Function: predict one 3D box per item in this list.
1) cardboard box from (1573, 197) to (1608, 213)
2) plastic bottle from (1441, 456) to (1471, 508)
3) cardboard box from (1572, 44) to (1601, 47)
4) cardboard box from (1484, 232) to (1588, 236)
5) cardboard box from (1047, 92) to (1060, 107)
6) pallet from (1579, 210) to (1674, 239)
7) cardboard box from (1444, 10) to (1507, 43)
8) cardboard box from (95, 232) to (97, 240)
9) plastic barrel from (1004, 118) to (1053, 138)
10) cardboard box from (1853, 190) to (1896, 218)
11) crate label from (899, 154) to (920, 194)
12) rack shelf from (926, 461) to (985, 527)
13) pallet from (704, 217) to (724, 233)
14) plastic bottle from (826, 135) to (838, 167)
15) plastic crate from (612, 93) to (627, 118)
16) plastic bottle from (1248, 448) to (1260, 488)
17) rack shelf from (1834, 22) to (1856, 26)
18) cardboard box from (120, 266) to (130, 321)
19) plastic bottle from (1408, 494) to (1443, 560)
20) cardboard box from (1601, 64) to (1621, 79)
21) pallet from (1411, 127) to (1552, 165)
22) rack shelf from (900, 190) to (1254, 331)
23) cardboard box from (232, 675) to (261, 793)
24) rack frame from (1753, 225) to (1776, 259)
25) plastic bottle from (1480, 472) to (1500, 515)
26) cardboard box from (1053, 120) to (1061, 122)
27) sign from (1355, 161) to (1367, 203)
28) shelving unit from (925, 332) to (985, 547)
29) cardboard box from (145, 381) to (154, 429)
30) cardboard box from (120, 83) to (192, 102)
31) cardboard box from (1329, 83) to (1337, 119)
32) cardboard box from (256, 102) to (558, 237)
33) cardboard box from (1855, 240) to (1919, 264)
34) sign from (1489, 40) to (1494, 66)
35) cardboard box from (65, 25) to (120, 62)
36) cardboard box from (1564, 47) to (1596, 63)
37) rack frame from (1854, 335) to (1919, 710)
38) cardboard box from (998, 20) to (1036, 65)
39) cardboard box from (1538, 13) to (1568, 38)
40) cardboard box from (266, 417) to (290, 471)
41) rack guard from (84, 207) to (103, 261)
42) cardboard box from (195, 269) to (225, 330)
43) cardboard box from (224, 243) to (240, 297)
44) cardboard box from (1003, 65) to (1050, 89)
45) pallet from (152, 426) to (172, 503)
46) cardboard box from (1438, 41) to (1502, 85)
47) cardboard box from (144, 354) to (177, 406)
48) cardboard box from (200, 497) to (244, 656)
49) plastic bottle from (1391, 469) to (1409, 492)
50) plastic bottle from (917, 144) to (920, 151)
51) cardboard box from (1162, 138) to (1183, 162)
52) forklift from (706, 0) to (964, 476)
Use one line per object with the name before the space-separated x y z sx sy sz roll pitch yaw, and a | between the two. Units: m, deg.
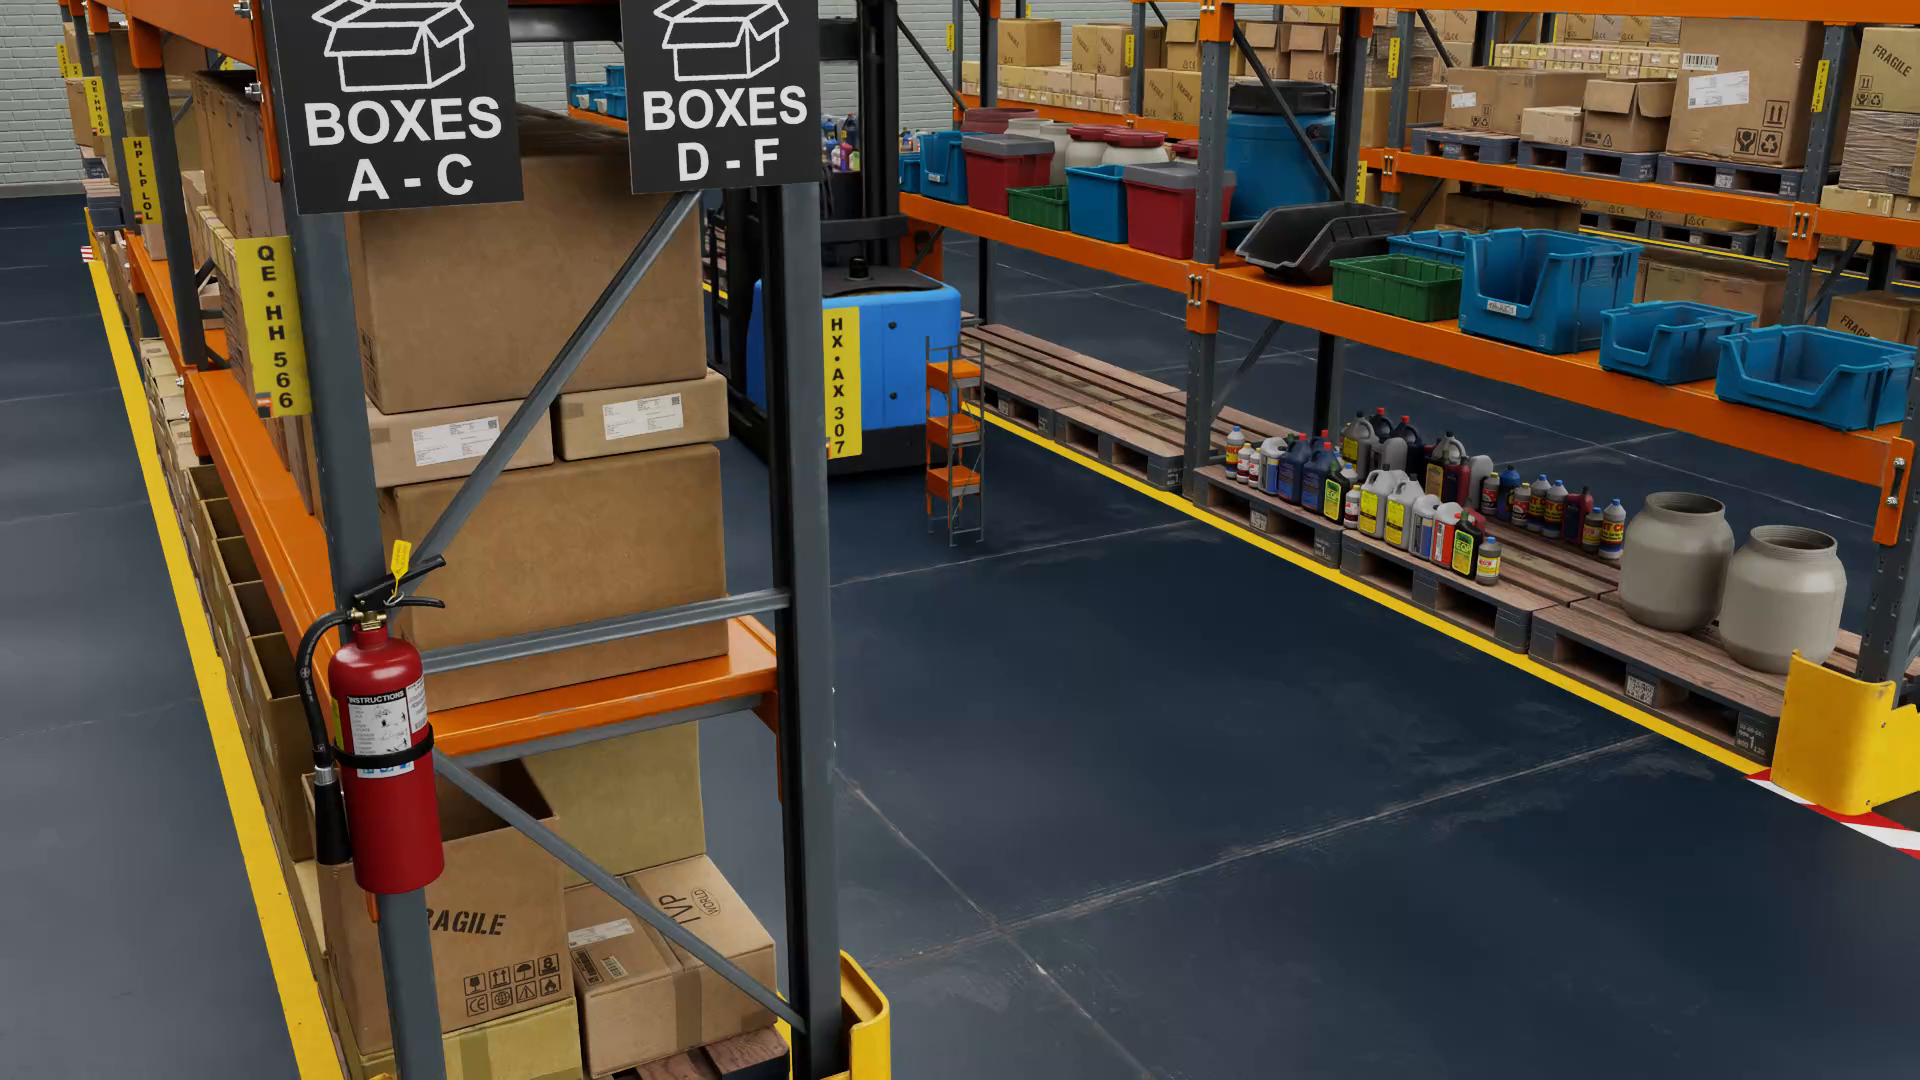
cardboard box | 7.315 -3.984 18.767 0.500 0.500 0.500 -10 21 -26
plastic bottle | 2.496 -0.289 8.361 0.061 0.283 0.133 -10 21 -27
cardboard box | 7.296 -5.645 19.221 0.380 0.149 0.250 -11 22 -28
cardboard box | 4.781 -2.312 13.892 0.700 0.500 0.500 -12 22 -31
cardboard box | 1.228 -5.068 19.105 0.380 0.149 0.250 -10 22 -28
pallet | 7.639 -3.628 18.822 1.003 0.211 1.213 -10 21 -27
cardboard box | 6.223 -6.274 20.072 0.500 0.500 0.500 -11 22 -29
cardboard box | -8.452 -3.083 16.663 0.380 0.149 0.250 -10 21 -27
plastic barrel | 0.488 -2.656 11.559 0.421 0.512 0.421 0 19 0
cardboard box | 6.015 -2.184 10.746 0.380 0.149 0.250 -10 21 -27
crate label | -0.318 -2.607 11.846 0.303 0.233 0.416 -10 21 -27
rack shelf | -0.025 -0.239 8.599 0.215 0.259 0.240 -10 21 -27
pallet | -3.054 -3.251 17.730 1.003 0.211 1.213 -10 21 -27
plastic bottle | -0.996 -3.013 12.961 0.097 0.271 0.097 0 19 0
plastic crate | -3.392 -4.525 17.312 0.416 0.233 0.300 -10 21 -27
plastic bottle | 1.573 -0.385 8.763 0.097 0.201 0.097 0 19 0
rack shelf | 7.020 -2.988 9.197 1.077 0.370 4.000 -10 21 -27
cardboard box | -6.170 -1.946 12.830 0.500 0.500 0.500 -10 21 -26
plastic bottle | 2.191 -0.065 7.723 0.152 0.276 0.135 -11 22 -28
cardboard box | 7.211 -5.108 18.120 0.380 0.149 0.250 -10 22 -28
pallet | 4.603 -3.354 14.047 1.213 0.211 1.003 -10 21 -27
rack shelf | 0.762 -1.951 10.790 1.077 0.370 4.000 -10 21 -27
cardboard box | -2.230 0.619 5.810 0.500 0.250 0.500 -10 21 -27
rack frame | 8.584 -4.372 16.703 1.000 3.000 0.127 -10 21 -27
plastic bottle | 2.669 -0.237 8.336 0.097 0.201 0.097 0 19 0
cardboard box | 1.178 -4.691 20.240 0.875 0.875 0.875 -10 21 -27
sign | 2.201 -1.930 9.202 0.100 0.325 0.005 -10 21 -27
shelving unit | -0.025 -0.512 8.505 0.215 1.050 0.252 -10 21 -27
cardboard box | -4.559 -0.802 9.929 0.500 0.250 0.500 -10 21 -27
cardboard box | -5.555 -2.996 11.917 0.700 0.500 0.500 -17 25 -40
cardboard box | 3.487 -3.927 15.261 0.500 0.500 0.500 -10 22 -27
cardboard box | -1.480 -0.909 4.525 0.700 0.500 0.500 -10 21 -26
cardboard box | 9.212 -3.068 15.728 1.050 0.750 0.750 -10 21 -26
sign | 4.644 -4.229 14.636 0.100 0.325 0.005 -10 21 -27
cardboard box | -7.881 -4.454 15.255 0.500 0.500 0.500 -10 21 -26
cardboard box | 6.962 -5.398 18.507 0.380 0.149 0.250 -10 21 -27
rack frame | 3.611 -0.569 5.682 1.000 3.000 0.127 -10 21 -27
cardboard box | 0.600 -6.030 20.133 0.500 0.500 0.500 -11 22 -28
cardboard box | 9.071 -7.802 24.958 0.500 0.500 0.500 -11 22 -28
cardboard box | -1.942 -0.577 5.551 0.700 0.500 0.500 -10 21 -26
rack guard | -8.312 -3.192 17.117 1.175 0.500 0.348 -10 21 -27
cardboard box | -3.229 -1.111 7.460 0.396 0.266 0.258 -11 22 -28
cardboard box | -2.206 -0.905 5.507 0.380 0.149 0.250 -11 22 -28
cardboard box | 0.850 -5.526 19.822 0.500 0.250 0.500 -11 22 -28
pallet | -4.192 -0.539 9.869 1.003 0.211 1.213 -10 21 -27
cardboard box | 6.206 -5.803 20.241 0.500 0.500 0.500 -10 21 -27
cardboard box | -4.302 -0.918 9.404 0.500 0.311 0.500 -11 22 -28
cardboard box | -2.461 0.120 6.108 0.500 0.500 0.500 -10 21 -27
plastic bottle | 2.139 -0.196 8.101 0.152 0.276 0.135 -10 21 -27
plastic bottle | -0.243 -2.958 12.794 0.152 0.276 0.135 -10 21 -27
cardboard box | 2.593 -3.794 17.643 1.225 0.875 0.875 -10 21 -26
forklift | -1.018 -2.183 10.463 1.130 2.935 3.031 -8 21 -22
